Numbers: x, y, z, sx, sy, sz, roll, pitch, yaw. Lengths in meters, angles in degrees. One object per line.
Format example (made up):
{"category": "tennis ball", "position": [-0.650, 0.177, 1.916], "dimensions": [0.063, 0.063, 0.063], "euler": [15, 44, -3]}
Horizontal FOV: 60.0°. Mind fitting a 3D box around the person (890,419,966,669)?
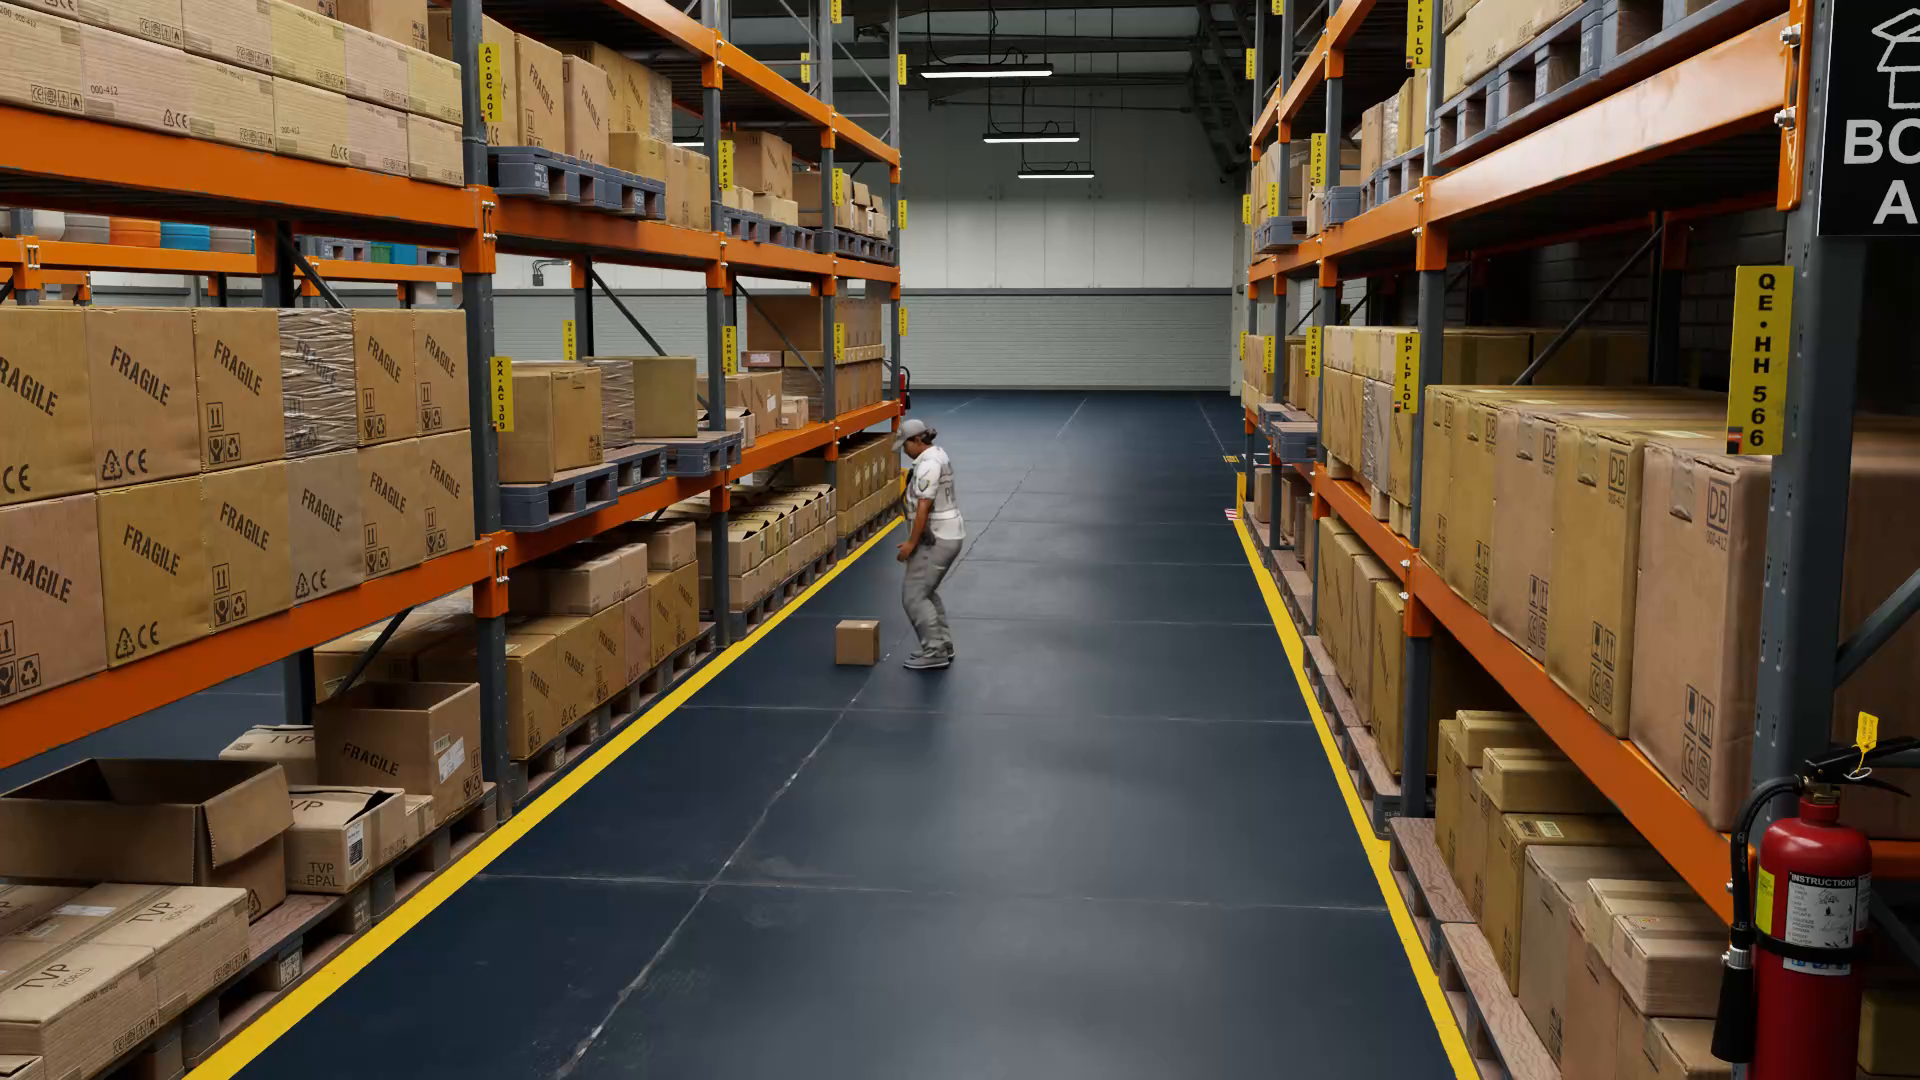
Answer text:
{"category": "person", "position": [-0.212, 0.023, 10.842], "dimensions": [0.479, 1.620, 0.496], "euler": [1, 8, 8]}
